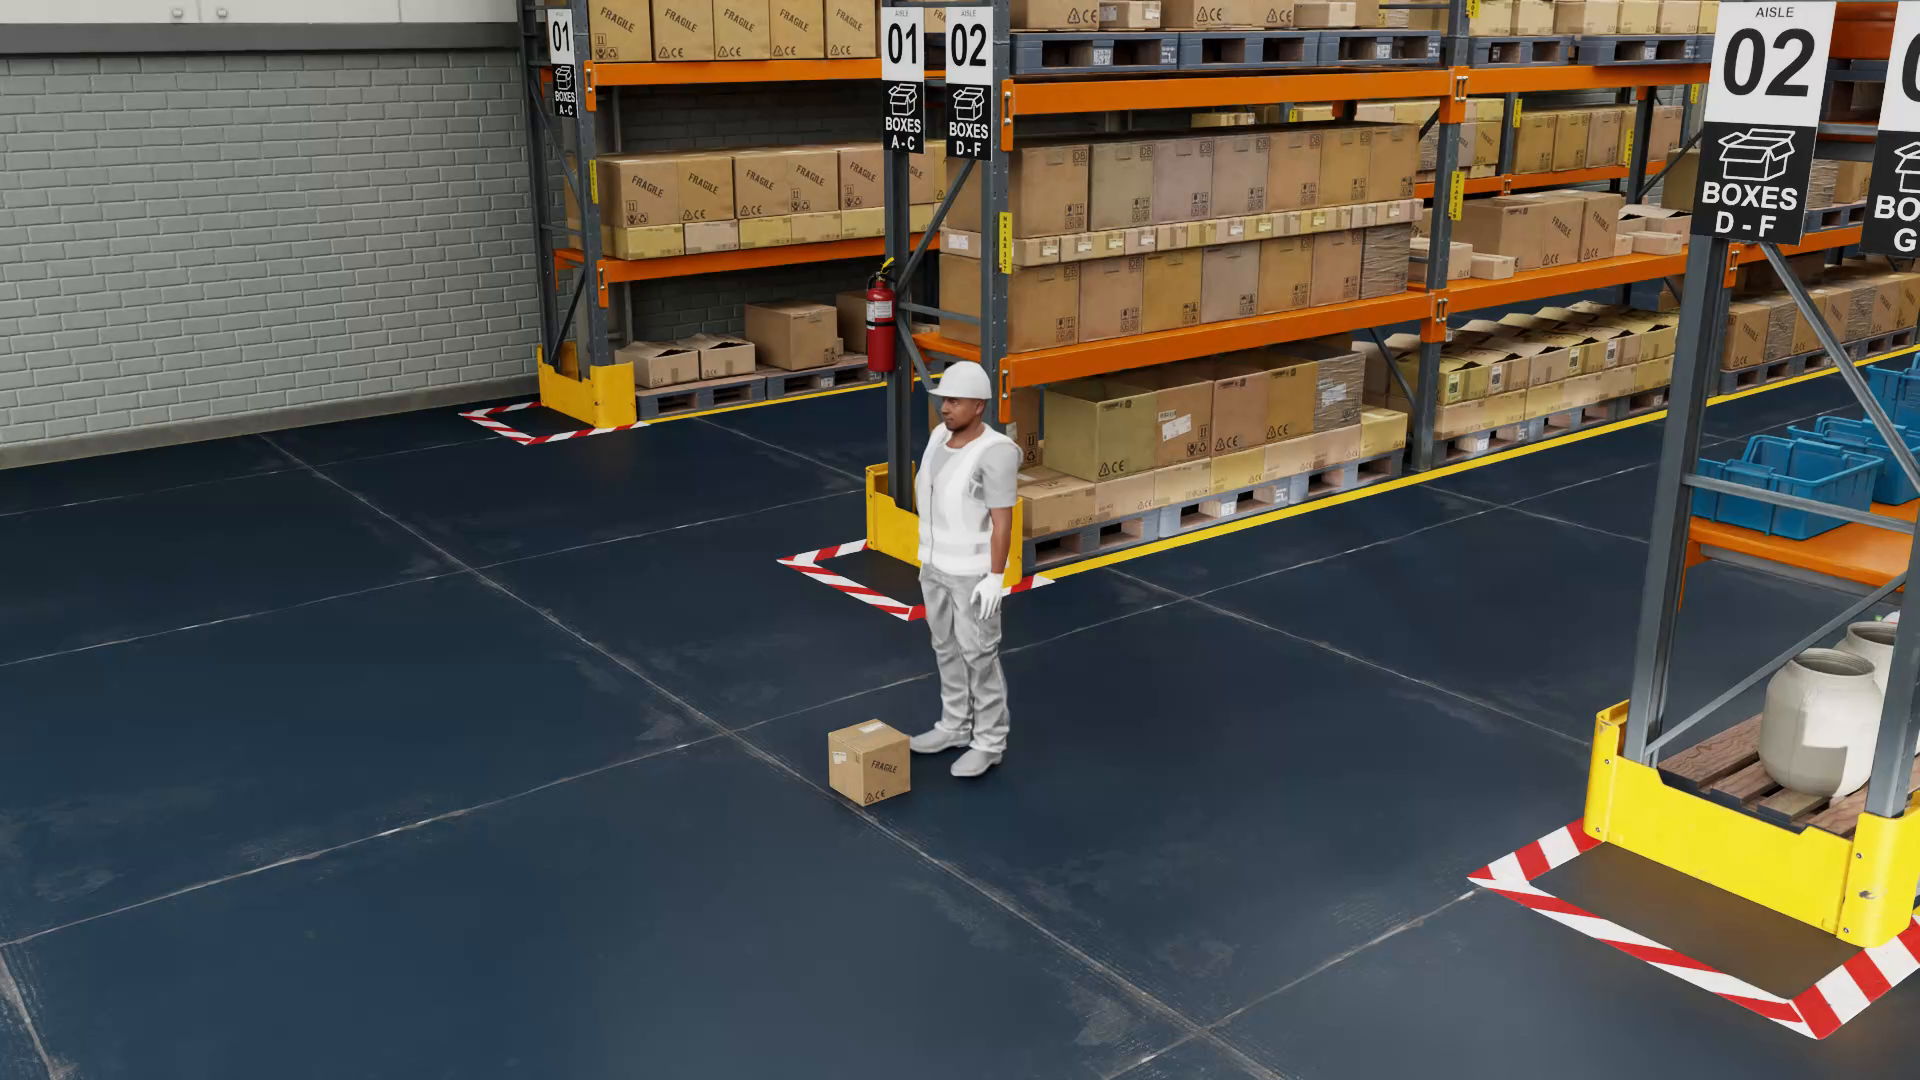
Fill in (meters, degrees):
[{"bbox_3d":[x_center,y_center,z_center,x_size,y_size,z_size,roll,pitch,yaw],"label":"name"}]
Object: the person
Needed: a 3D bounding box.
[{"bbox_3d":[0.016,0.119,7.119,0.347,1.786,0.550,-12,21,-34],"label":"person"}]
